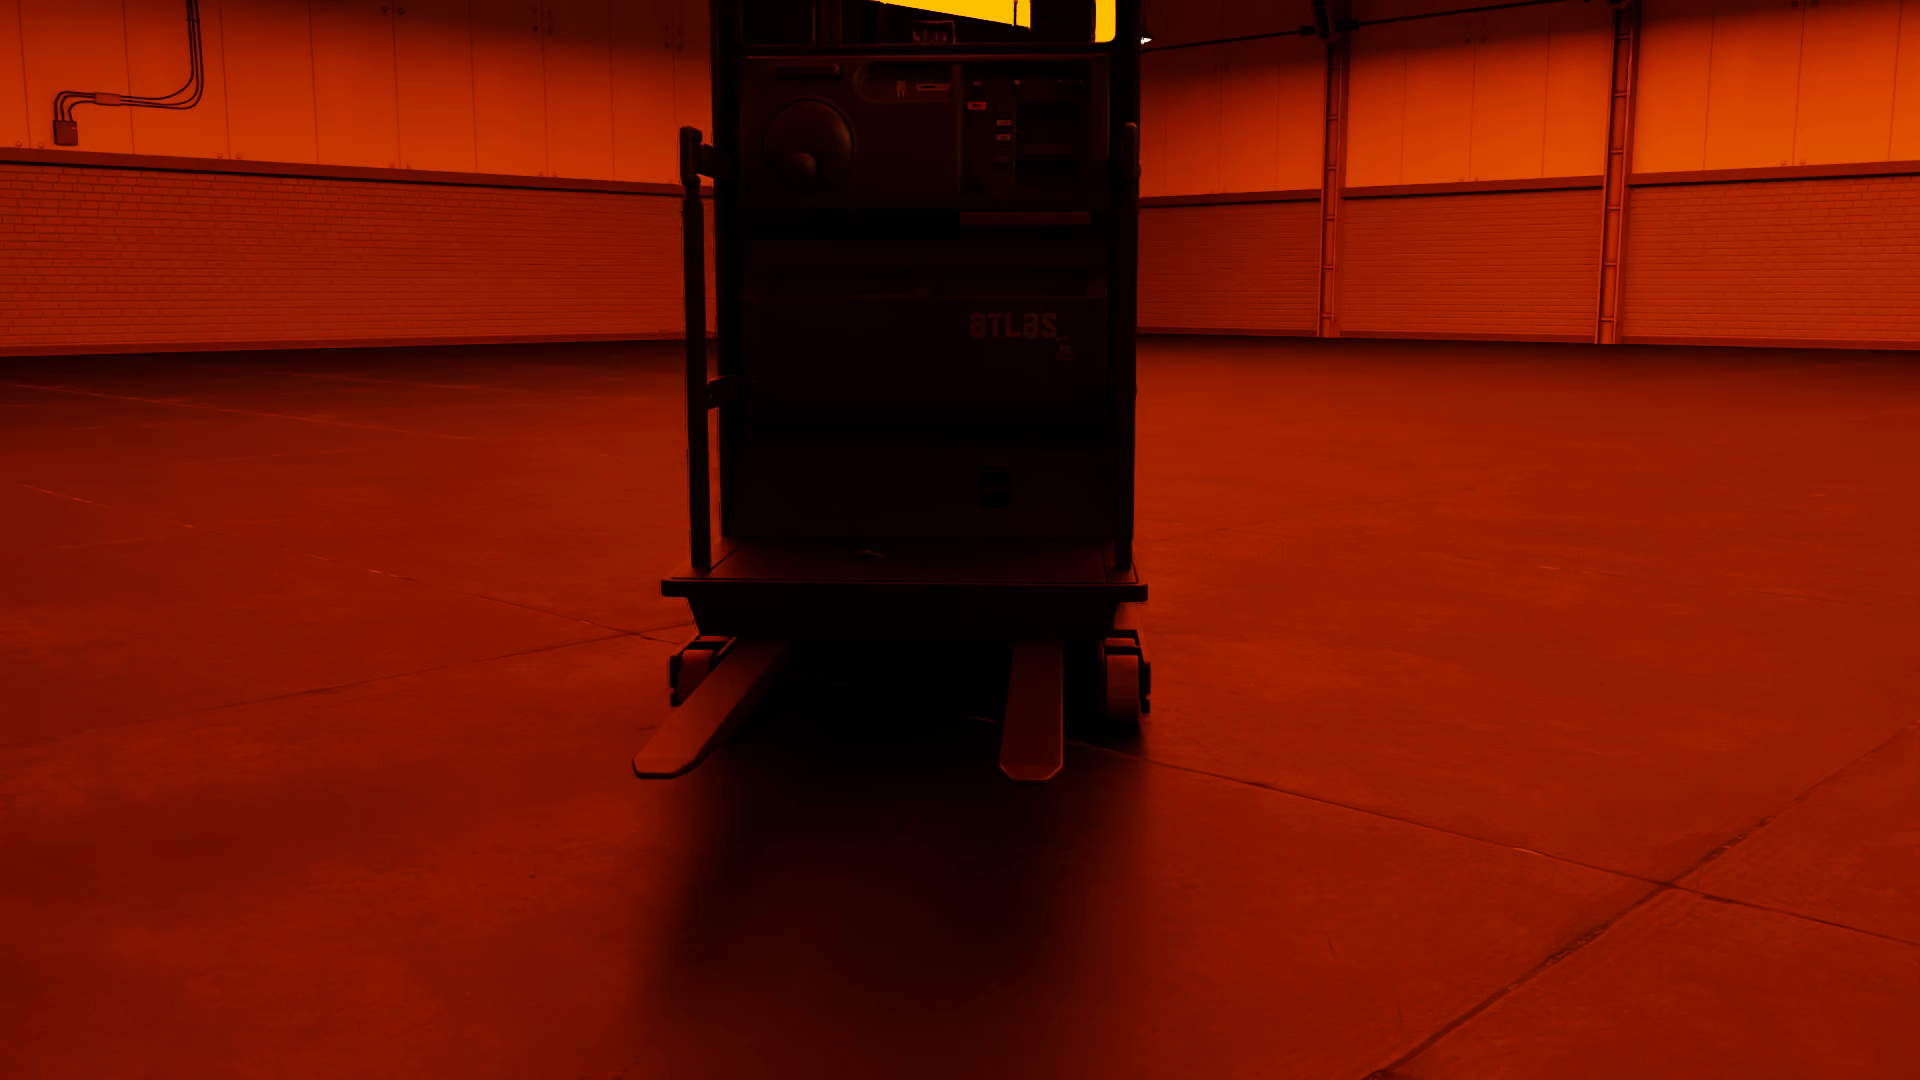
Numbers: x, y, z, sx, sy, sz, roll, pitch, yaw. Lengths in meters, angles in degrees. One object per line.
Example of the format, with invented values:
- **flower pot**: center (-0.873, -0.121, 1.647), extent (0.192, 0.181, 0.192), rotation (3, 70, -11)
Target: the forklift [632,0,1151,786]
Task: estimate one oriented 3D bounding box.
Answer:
- **forklift**: center (-0.101, -1.071, 3.984), extent (1.130, 2.935, 3.031), rotation (1, 9, 3)
